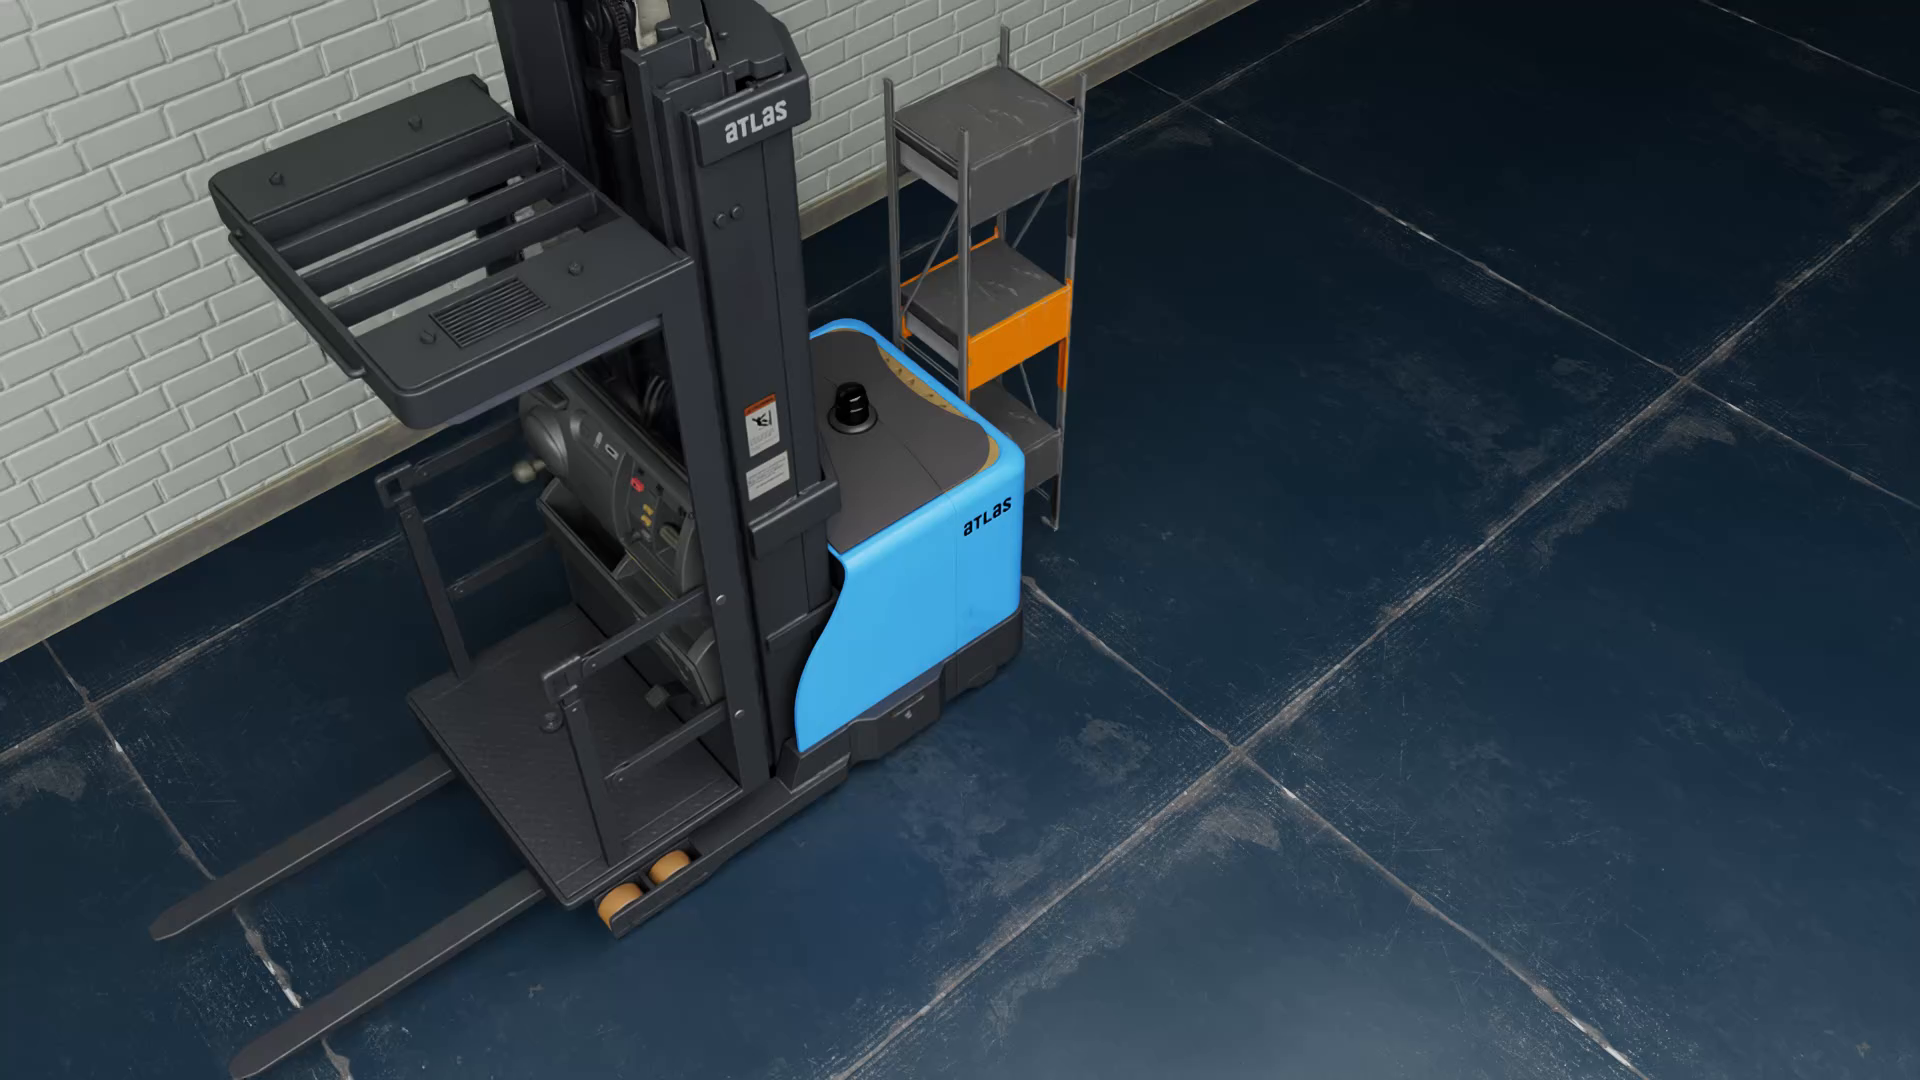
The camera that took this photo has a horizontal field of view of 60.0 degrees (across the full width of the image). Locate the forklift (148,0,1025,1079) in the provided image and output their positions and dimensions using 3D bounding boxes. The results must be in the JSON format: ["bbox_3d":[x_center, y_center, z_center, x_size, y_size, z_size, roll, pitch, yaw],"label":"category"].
[{"bbox_3d":[-1.219,-0.131,4.877,3.031,2.935,1.130,-32,55,-26],"label":"forklift"}]

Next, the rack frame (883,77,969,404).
[{"bbox_3d":[-0.108,-0.633,5.905,0.015,2.100,0.400,-32,55,-26],"label":"rack frame"}]

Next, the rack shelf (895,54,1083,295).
[{"bbox_3d":[0.079,-1.213,5.507,0.480,0.518,0.431,-32,55,-26],"label":"rack shelf"}]

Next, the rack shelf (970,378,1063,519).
[{"bbox_3d":[0.079,-0.264,6.536,0.480,0.518,0.431,-32,55,-26],"label":"rack shelf"}]

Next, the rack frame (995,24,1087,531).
[{"bbox_3d":[0.266,-0.863,6.118,0.015,2.100,0.400,-32,55,-26],"label":"rack frame"}]

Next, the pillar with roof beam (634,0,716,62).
[{"bbox_3d":[1.670,-1.747,2.239,0.400,9.000,9.100,-34,56,-27],"label":"pillar with roof beam"}]

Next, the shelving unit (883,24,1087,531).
[{"bbox_3d":[0.079,-0.748,6.011,0.503,2.100,0.431,-32,55,-26],"label":"shelving unit"}]

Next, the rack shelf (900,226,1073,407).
[{"bbox_3d":[0.079,-0.739,6.021,0.480,0.518,0.431,-32,55,-26],"label":"rack shelf"}]
